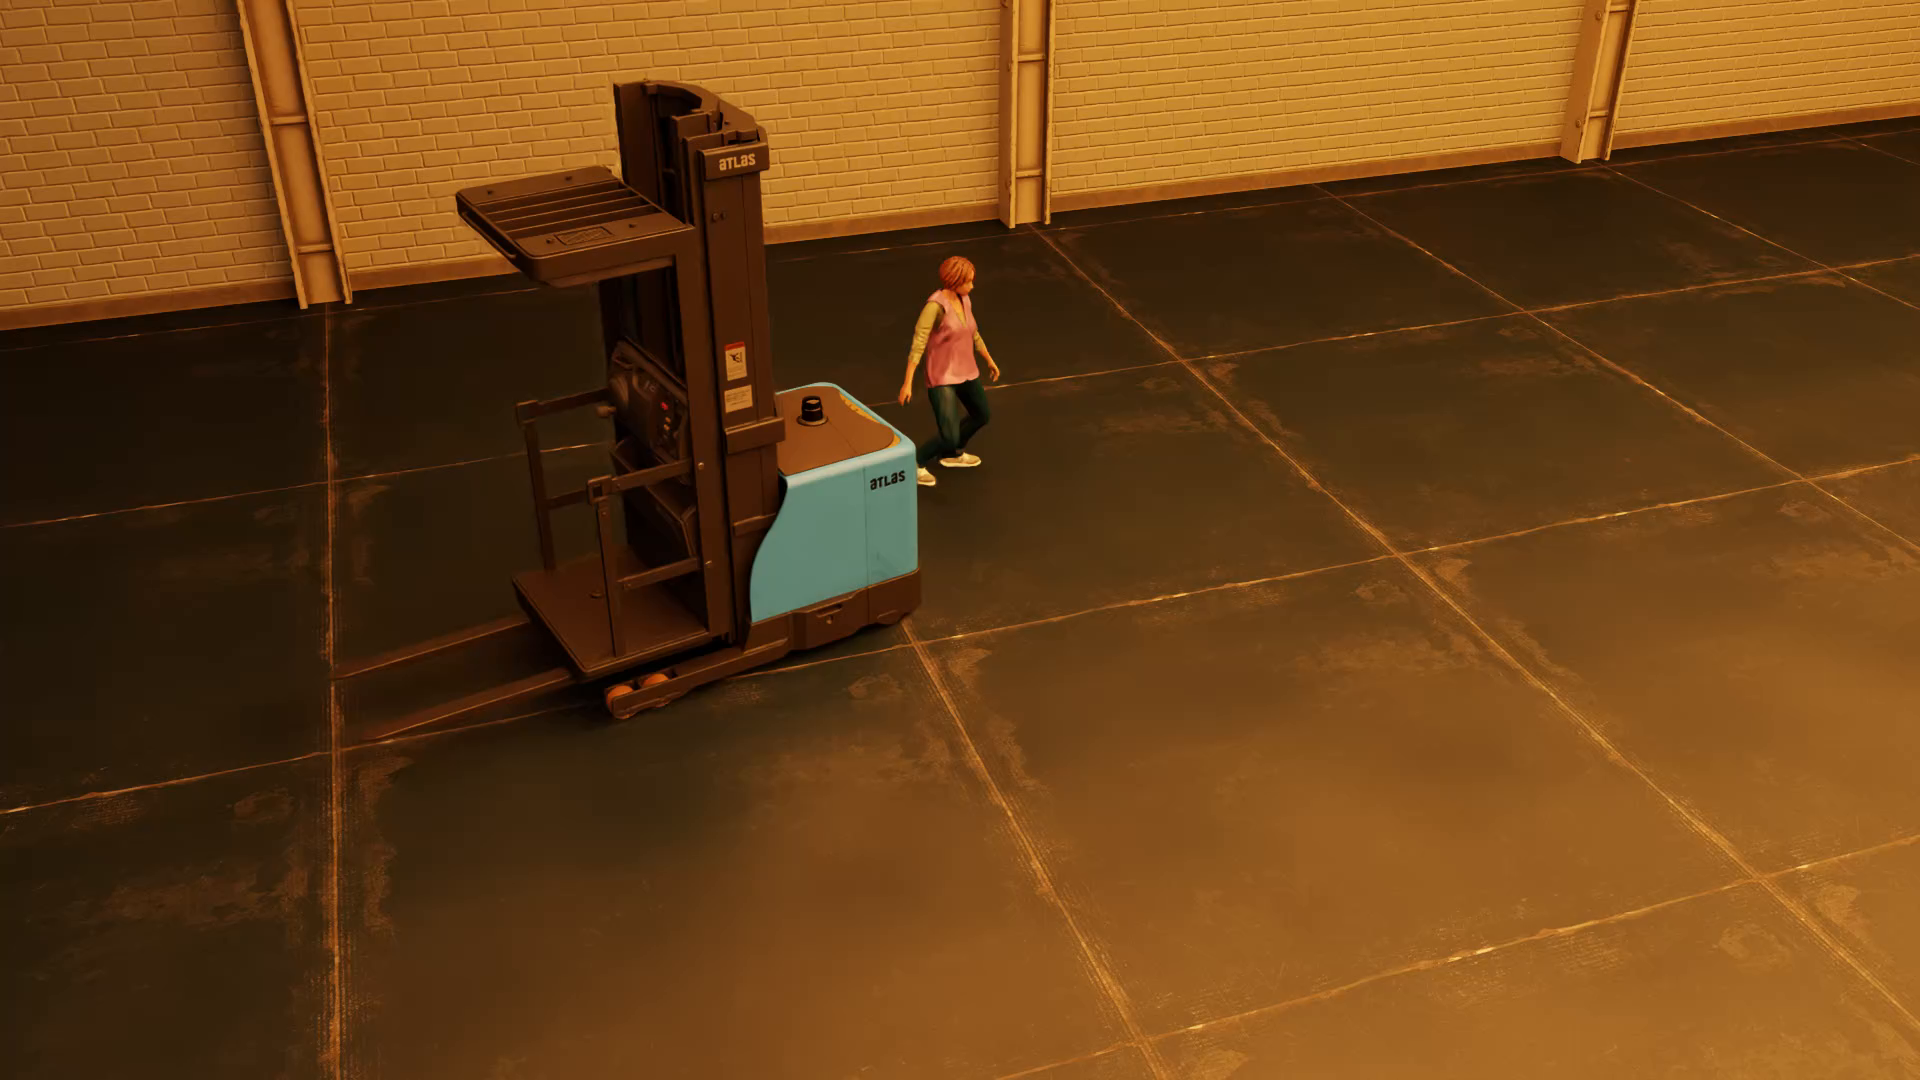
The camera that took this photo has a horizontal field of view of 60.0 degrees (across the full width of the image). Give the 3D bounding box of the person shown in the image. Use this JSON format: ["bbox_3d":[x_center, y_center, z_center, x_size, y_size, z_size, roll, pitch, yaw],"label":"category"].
[{"bbox_3d":[-0.062,-1.007,10.285,0.452,1.508,0.762,23,37,35],"label":"person"}]

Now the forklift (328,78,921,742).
[{"bbox_3d":[-1.737,-0.663,8.239,3.031,2.935,1.130,-17,34,-28],"label":"forklift"}]
